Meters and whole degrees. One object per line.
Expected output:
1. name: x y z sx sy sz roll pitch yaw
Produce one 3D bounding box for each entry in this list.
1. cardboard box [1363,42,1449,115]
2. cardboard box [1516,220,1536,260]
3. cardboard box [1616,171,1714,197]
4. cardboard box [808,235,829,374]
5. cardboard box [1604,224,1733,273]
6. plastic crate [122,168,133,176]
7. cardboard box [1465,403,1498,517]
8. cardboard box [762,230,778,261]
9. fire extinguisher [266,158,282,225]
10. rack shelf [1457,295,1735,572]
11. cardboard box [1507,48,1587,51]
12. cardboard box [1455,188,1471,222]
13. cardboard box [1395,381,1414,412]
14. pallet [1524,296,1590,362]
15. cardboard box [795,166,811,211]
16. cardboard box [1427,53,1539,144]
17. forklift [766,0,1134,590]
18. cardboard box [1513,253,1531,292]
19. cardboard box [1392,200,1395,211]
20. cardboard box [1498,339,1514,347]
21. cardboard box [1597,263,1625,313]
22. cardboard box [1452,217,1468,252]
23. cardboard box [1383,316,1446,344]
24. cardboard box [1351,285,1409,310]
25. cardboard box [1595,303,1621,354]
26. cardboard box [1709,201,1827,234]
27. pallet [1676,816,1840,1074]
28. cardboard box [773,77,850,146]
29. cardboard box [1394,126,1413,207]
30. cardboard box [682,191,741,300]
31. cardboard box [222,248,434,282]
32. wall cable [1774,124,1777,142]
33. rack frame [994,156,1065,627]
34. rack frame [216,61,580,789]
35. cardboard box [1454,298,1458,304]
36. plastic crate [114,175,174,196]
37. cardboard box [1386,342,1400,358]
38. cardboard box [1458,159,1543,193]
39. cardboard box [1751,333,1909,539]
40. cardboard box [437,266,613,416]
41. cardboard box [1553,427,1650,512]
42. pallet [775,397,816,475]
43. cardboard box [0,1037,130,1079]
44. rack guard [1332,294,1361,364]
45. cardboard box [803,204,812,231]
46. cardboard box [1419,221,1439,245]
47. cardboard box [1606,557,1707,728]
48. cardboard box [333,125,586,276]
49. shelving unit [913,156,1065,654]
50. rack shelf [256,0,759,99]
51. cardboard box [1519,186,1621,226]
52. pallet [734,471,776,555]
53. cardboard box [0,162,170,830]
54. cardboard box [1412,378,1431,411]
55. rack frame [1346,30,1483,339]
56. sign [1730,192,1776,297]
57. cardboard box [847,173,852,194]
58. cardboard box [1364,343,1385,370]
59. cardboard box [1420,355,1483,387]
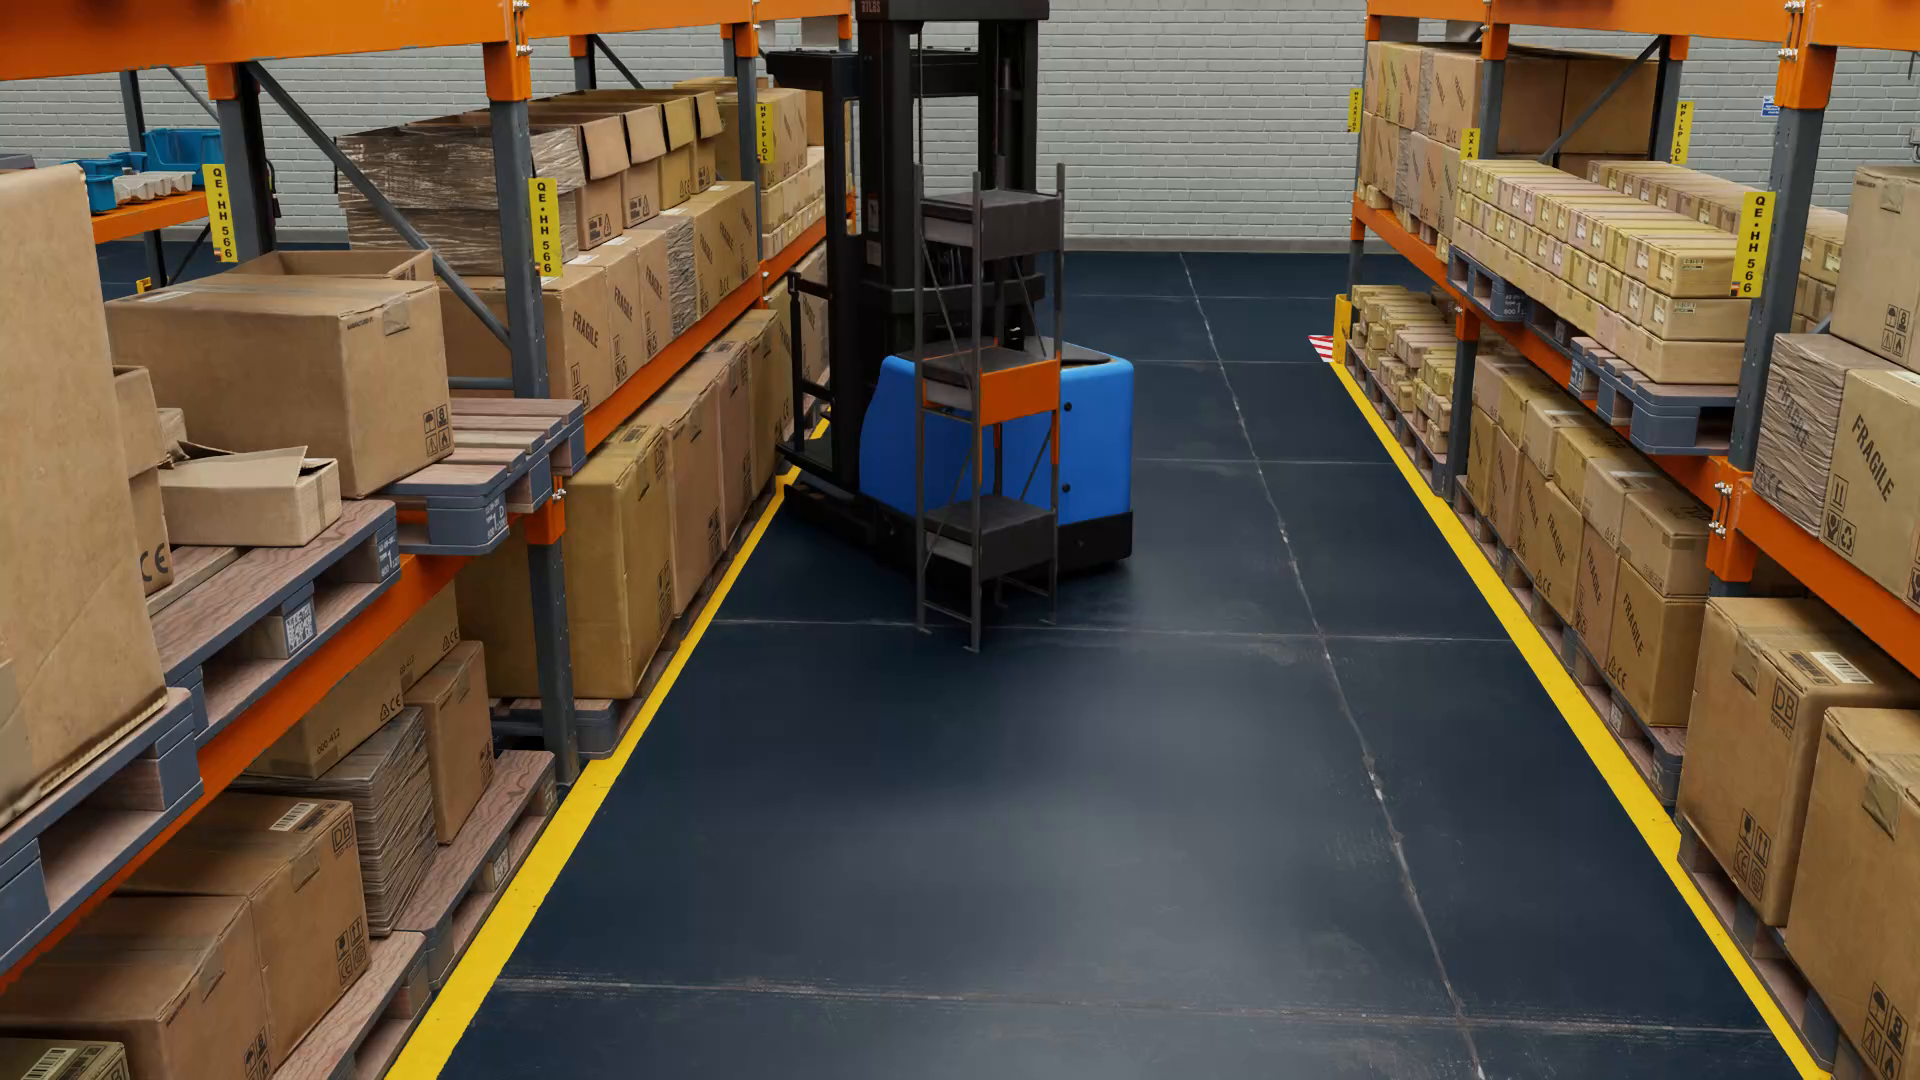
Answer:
1. cardboard box: 3.289 -3.411 12.272 0.500 0.500 0.500 1 18 4
2. cardboard box: 2.723 -1.340 7.447 0.380 0.149 0.250 1 18 3
3. cardboard box: 3.426 -1.709 8.094 0.380 0.149 0.250 1 18 2
4. cardboard box: -1.386 -1.730 12.122 0.875 0.875 0.875 1 18 4
5. cardboard box: 2.629 -1.081 6.178 0.380 0.149 0.250 2 18 6
6. plastic crate: -6.746 -2.870 13.190 0.250 0.136 0.298 1 18 4
7. cardboard box: 2.981 -0.427 8.747 0.500 0.500 0.500 2 18 6
8. cardboard box: -1.288 -1.746 9.836 0.380 0.149 0.250 1 18 4
9. fire extinguisher: -5.831 -2.956 13.851 0.296 0.674 0.183 1 18 4
10. rack shelf: 3.155 -0.675 7.322 1.077 0.370 4.000 1 18 4
11. cardboard box: 3.701 -2.914 10.754 0.500 0.500 0.500 1 18 2
12. cardboard box: 2.812 -1.748 8.691 0.380 0.149 0.250 2 18 5
13. cardboard box: 3.061 -0.934 10.860 0.380 0.149 0.250 1 18 4
14. pallet: 3.113 -0.921 7.224 1.003 0.211 1.213 1 18 4
15. cardboard box: -1.274 -2.306 10.907 0.500 0.250 0.500 2 18 5
16. cardboard box: 3.094 -2.615 9.843 0.500 0.500 0.500 1 18 2
17. forklift: -0.334 -1.559 8.973 1.130 2.935 3.031 -11 21 -30
18. cardboard box: 2.724 -1.201 7.500 0.380 0.149 0.250 1 18 3
19. cardboard box: 3.304 -2.422 11.901 0.380 0.149 0.250 2 18 6
20. cardboard box: 3.674 -1.191 10.689 0.380 0.149 0.250 2 18 5
21. cardboard box: 2.627 -0.946 6.244 0.380 0.149 0.250 2 18 5
22. cardboard box: 2.812 -1.607 8.738 0.380 0.149 0.250 0 18 1
23. cardboard box: 3.135 -1.444 11.461 0.380 0.149 0.250 2 18 5
24. cardboard box: 3.209 -1.853 12.710 0.380 0.149 0.250 0 18 1
25. cardboard box: 2.627 -0.797 6.266 0.380 0.149 0.250 2 18 5
26. cardboard box: 3.331 -1.306 6.866 0.380 0.149 0.250 2 18 6
27. pallet: 2.880 1.172 5.007 1.003 0.211 1.213 1 18 4
28. cardboard box: -1.127 -3.292 12.712 0.500 0.500 0.500 2 18 5
29. cardboard box: 3.187 -2.459 10.973 0.500 0.500 0.500 1 18 2
30. cardboard box: -1.445 -1.523 8.594 0.500 0.500 0.500 2 18 6
31. cardboard box: -1.927 -0.617 5.153 0.500 0.500 0.500 -1 18 -3
32. wall cable: 8.911 -5.051 17.839 0.585 1.953 0.123 1 18 4
33. rack frame: 0.304 -0.642 7.492 0.015 2.100 0.400 -16 25 -40
34. rack frame: -1.928 -0.538 5.748 1.000 3.000 0.127 1 18 4
35. cardboard box: 3.833 -1.678 12.176 0.380 0.149 0.250 1 18 3
36. plastic crate: -6.208 -2.690 12.641 0.396 0.136 0.243 1 18 4
37. cardboard box: 3.236 -1.386 11.763 0.380 0.149 0.250 0 18 1
38. cardboard box: 2.812 -1.889 8.645 0.380 0.149 0.250 2 18 7
39. cardboard box: 2.711 -0.310 4.892 0.500 0.500 0.500 1 18 5
40. cardboard box: -1.622 -0.731 6.175 0.500 0.500 0.500 2 18 6
41. cardboard box: 2.877 -0.297 7.148 0.500 0.250 0.500 2 18 5
42. pallet: -1.509 -0.690 10.689 1.003 0.211 1.213 1 18 4
43. cardboard box: -2.096 1.345 3.309 0.700 0.500 0.500 1 18 4
44. rack guard: 3.580 -1.669 13.215 1.175 0.500 0.348 1 18 4
45. cardboard box: -1.196 -2.148 11.065 0.380 0.149 0.250 1 18 5
46. cardboard box: 3.107 -1.942 10.435 0.380 0.149 0.250 1 18 2
47. cardboard box: 2.798 0.382 6.280 0.500 0.500 0.500 1 18 4
48. cardboard box: -1.859 -1.289 6.268 0.797 0.503 0.637 2 18 6
49. shelving unit: 0.124 -0.589 7.336 0.503 2.100 0.431 -16 25 -40
50. rack shelf: -1.785 -2.243 7.289 1.077 0.370 4.000 1 18 4
51. cardboard box: 2.720 -1.488 7.419 0.380 0.149 0.250 2 18 6
52. pallet: -1.621 -0.214 9.237 1.003 0.211 1.213 1 18 4
53. cardboard box: -2.018 -0.024 2.542 1.000 1.000 1.000 1 18 4
54. cardboard box: 3.013 -0.897 10.271 0.380 0.149 0.250 1 18 2
55. rack frame: 3.586 -2.881 12.897 1.000 3.000 0.127 1 18 4
56. sign: 2.470 -0.918 5.175 0.100 0.325 0.005 1 18 4
57. cardboard box: -1.052 -2.786 13.010 0.380 0.149 0.250 2 18 5
58. cardboard box: 3.153 -1.333 12.077 0.380 0.149 0.250 2 18 5
59. cardboard box: 3.054 -1.040 10.228 0.380 0.149 0.250 1 18 3
